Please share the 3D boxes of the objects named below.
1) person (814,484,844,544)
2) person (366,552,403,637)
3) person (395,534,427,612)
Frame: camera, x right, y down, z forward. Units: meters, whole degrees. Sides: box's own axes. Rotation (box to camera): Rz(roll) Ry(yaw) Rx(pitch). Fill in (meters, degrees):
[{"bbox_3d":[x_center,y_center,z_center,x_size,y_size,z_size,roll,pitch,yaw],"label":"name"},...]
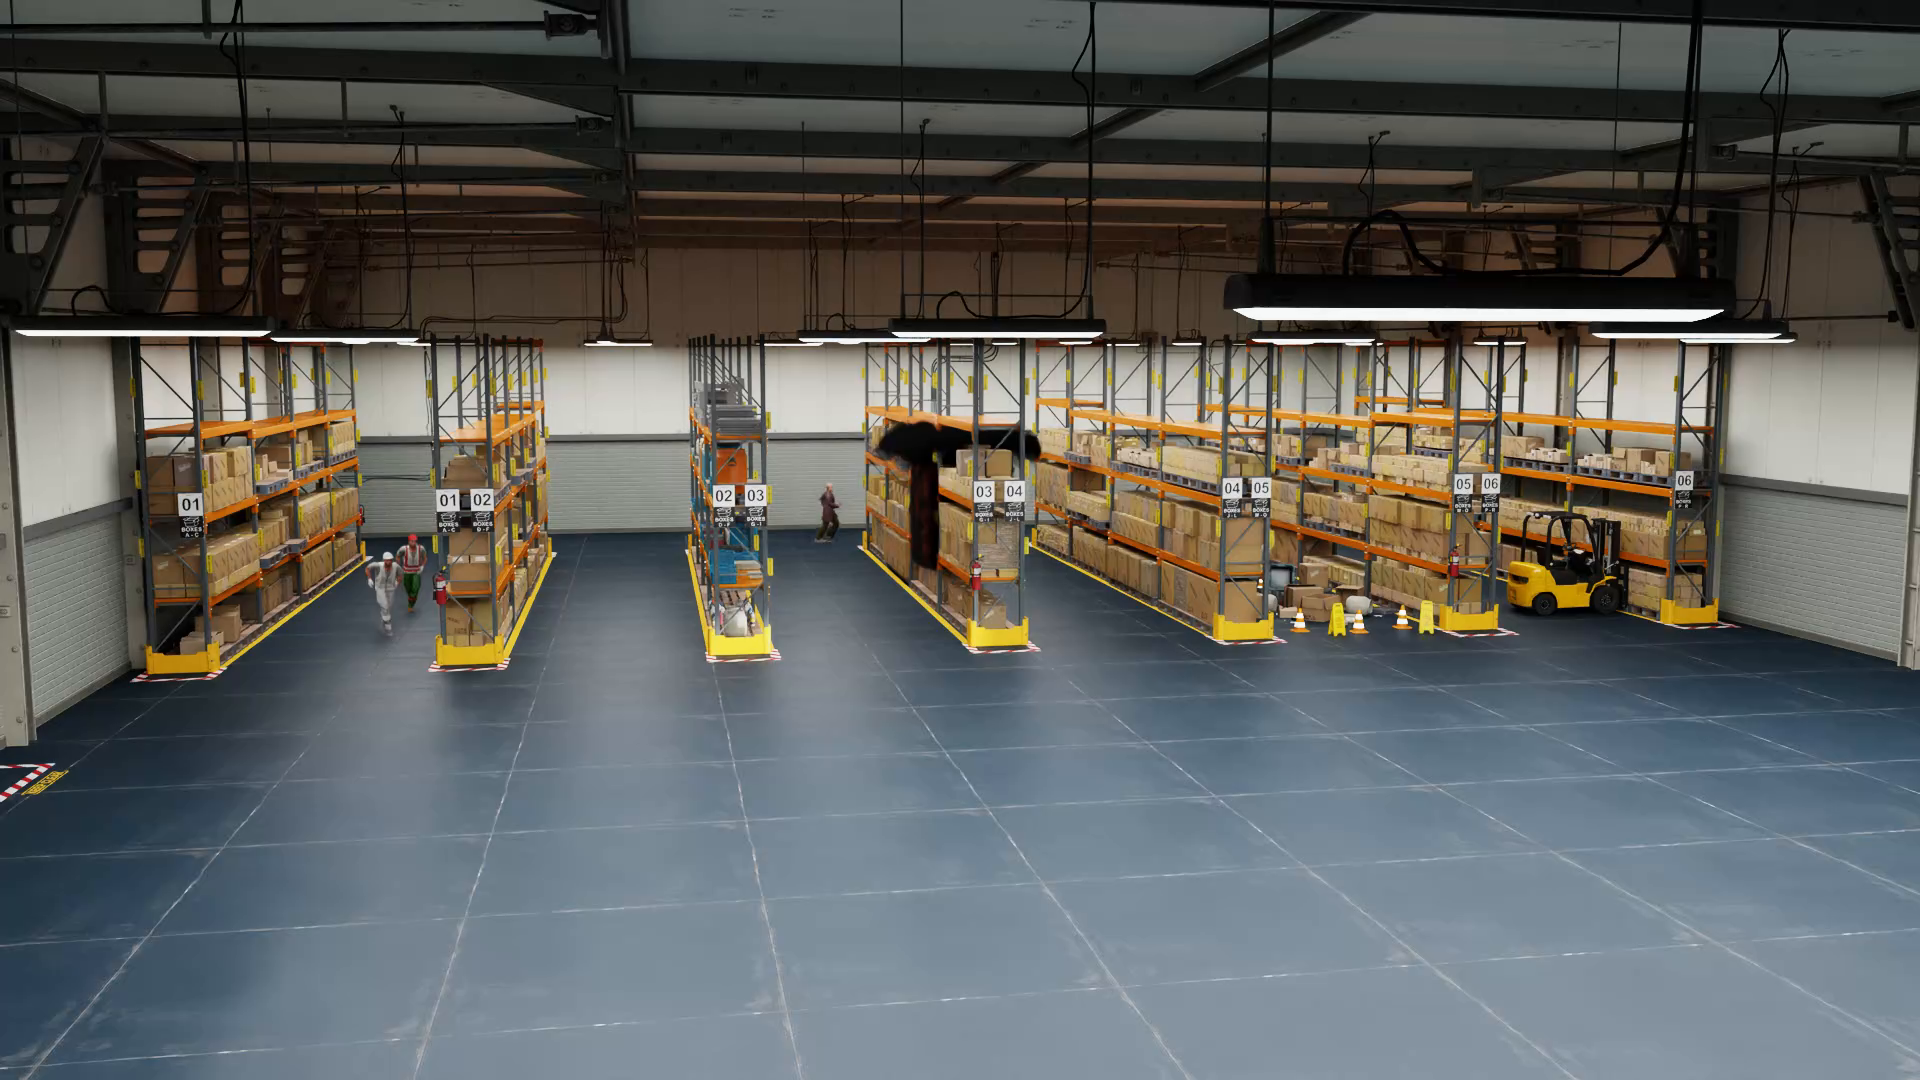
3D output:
[{"bbox_3d":[-3.854,-0.759,48.954,0.880,1.810,0.687,0,7,0],"label":"person"},{"bbox_3d":[-11.602,1.067,33.546,0.710,1.734,1.051,-3,7,-27],"label":"person"},{"bbox_3d":[-12.002,0.711,36.399,0.671,1.714,0.708,-3,7,-27],"label":"person"}]
